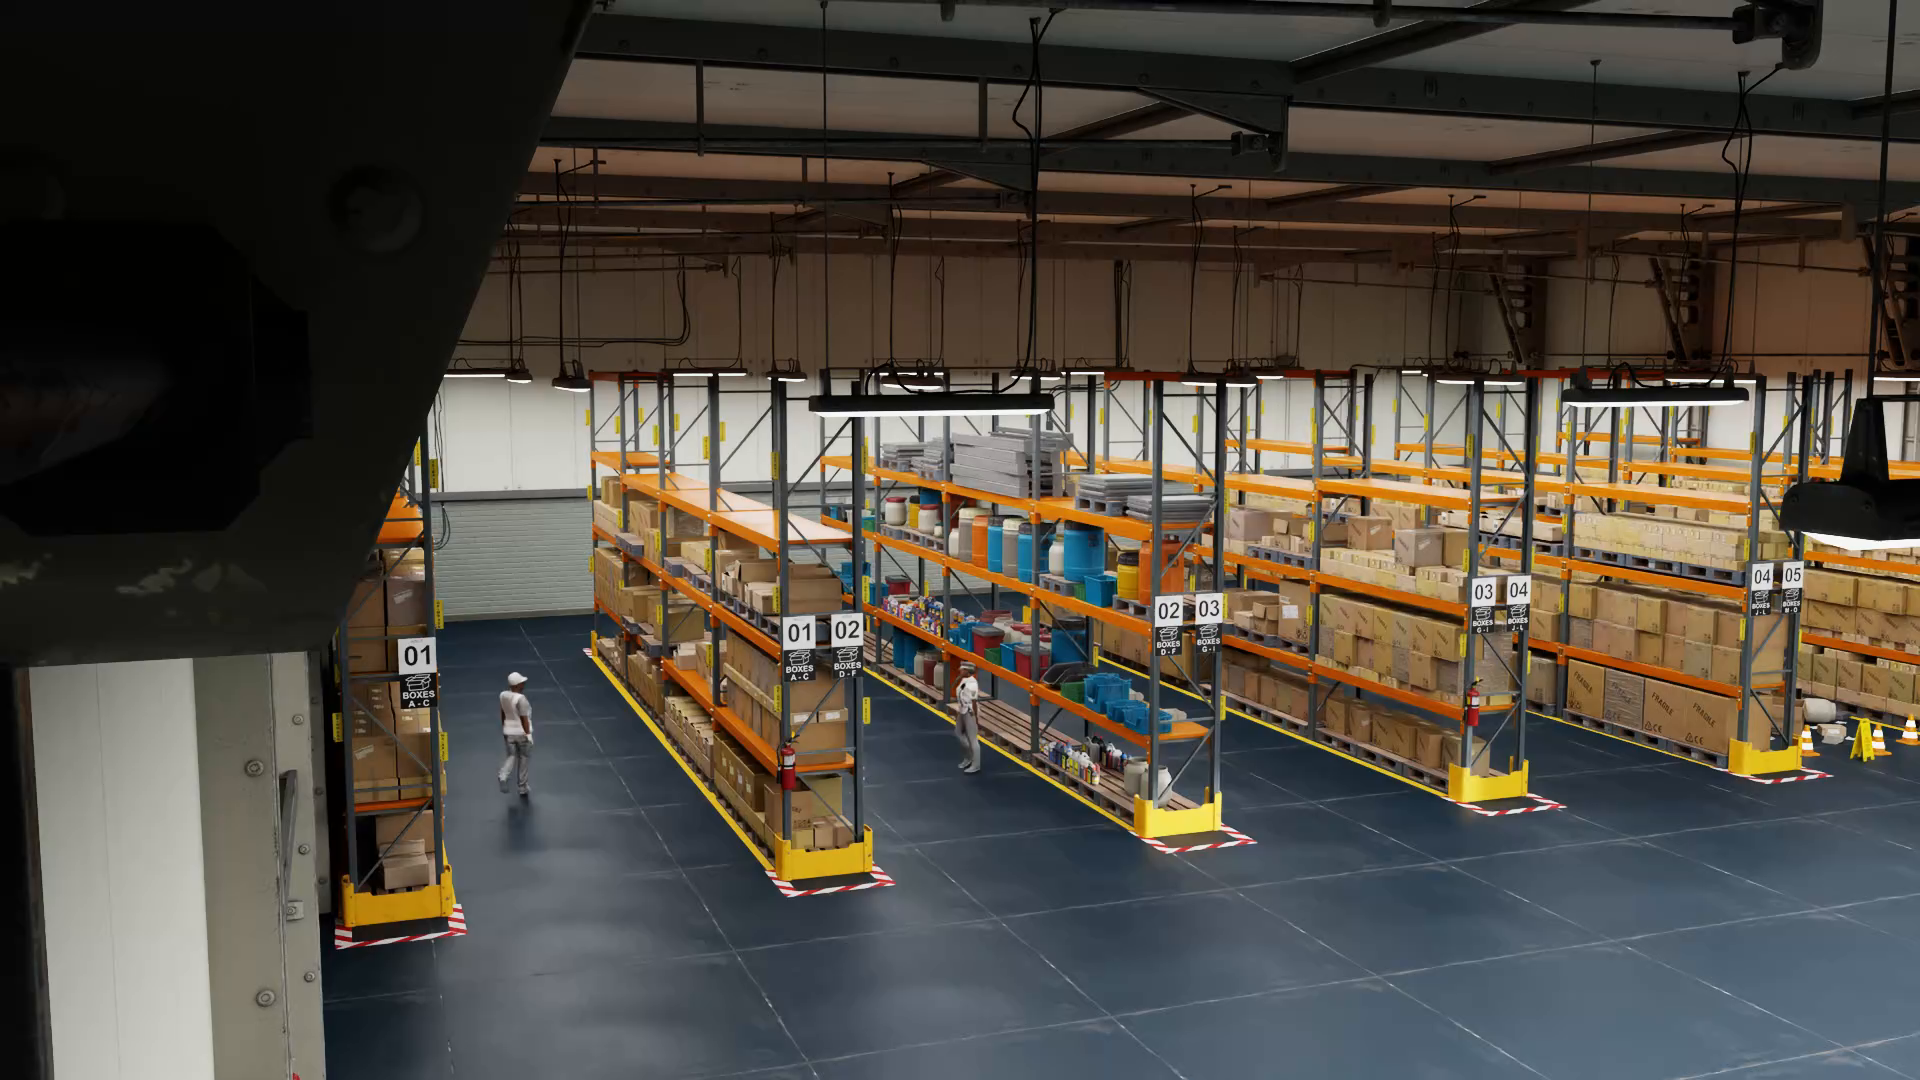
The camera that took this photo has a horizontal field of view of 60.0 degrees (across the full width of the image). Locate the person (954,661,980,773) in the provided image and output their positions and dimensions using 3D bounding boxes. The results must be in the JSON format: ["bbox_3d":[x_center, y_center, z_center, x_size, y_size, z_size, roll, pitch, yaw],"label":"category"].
[{"bbox_3d":[0.114,2.672,25.296,0.358,1.680,0.508,-2,7,-18],"label":"person"}]

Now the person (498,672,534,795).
[{"bbox_3d":[-6.378,2.778,23.829,0.549,1.778,0.610,2,7,17],"label":"person"}]
